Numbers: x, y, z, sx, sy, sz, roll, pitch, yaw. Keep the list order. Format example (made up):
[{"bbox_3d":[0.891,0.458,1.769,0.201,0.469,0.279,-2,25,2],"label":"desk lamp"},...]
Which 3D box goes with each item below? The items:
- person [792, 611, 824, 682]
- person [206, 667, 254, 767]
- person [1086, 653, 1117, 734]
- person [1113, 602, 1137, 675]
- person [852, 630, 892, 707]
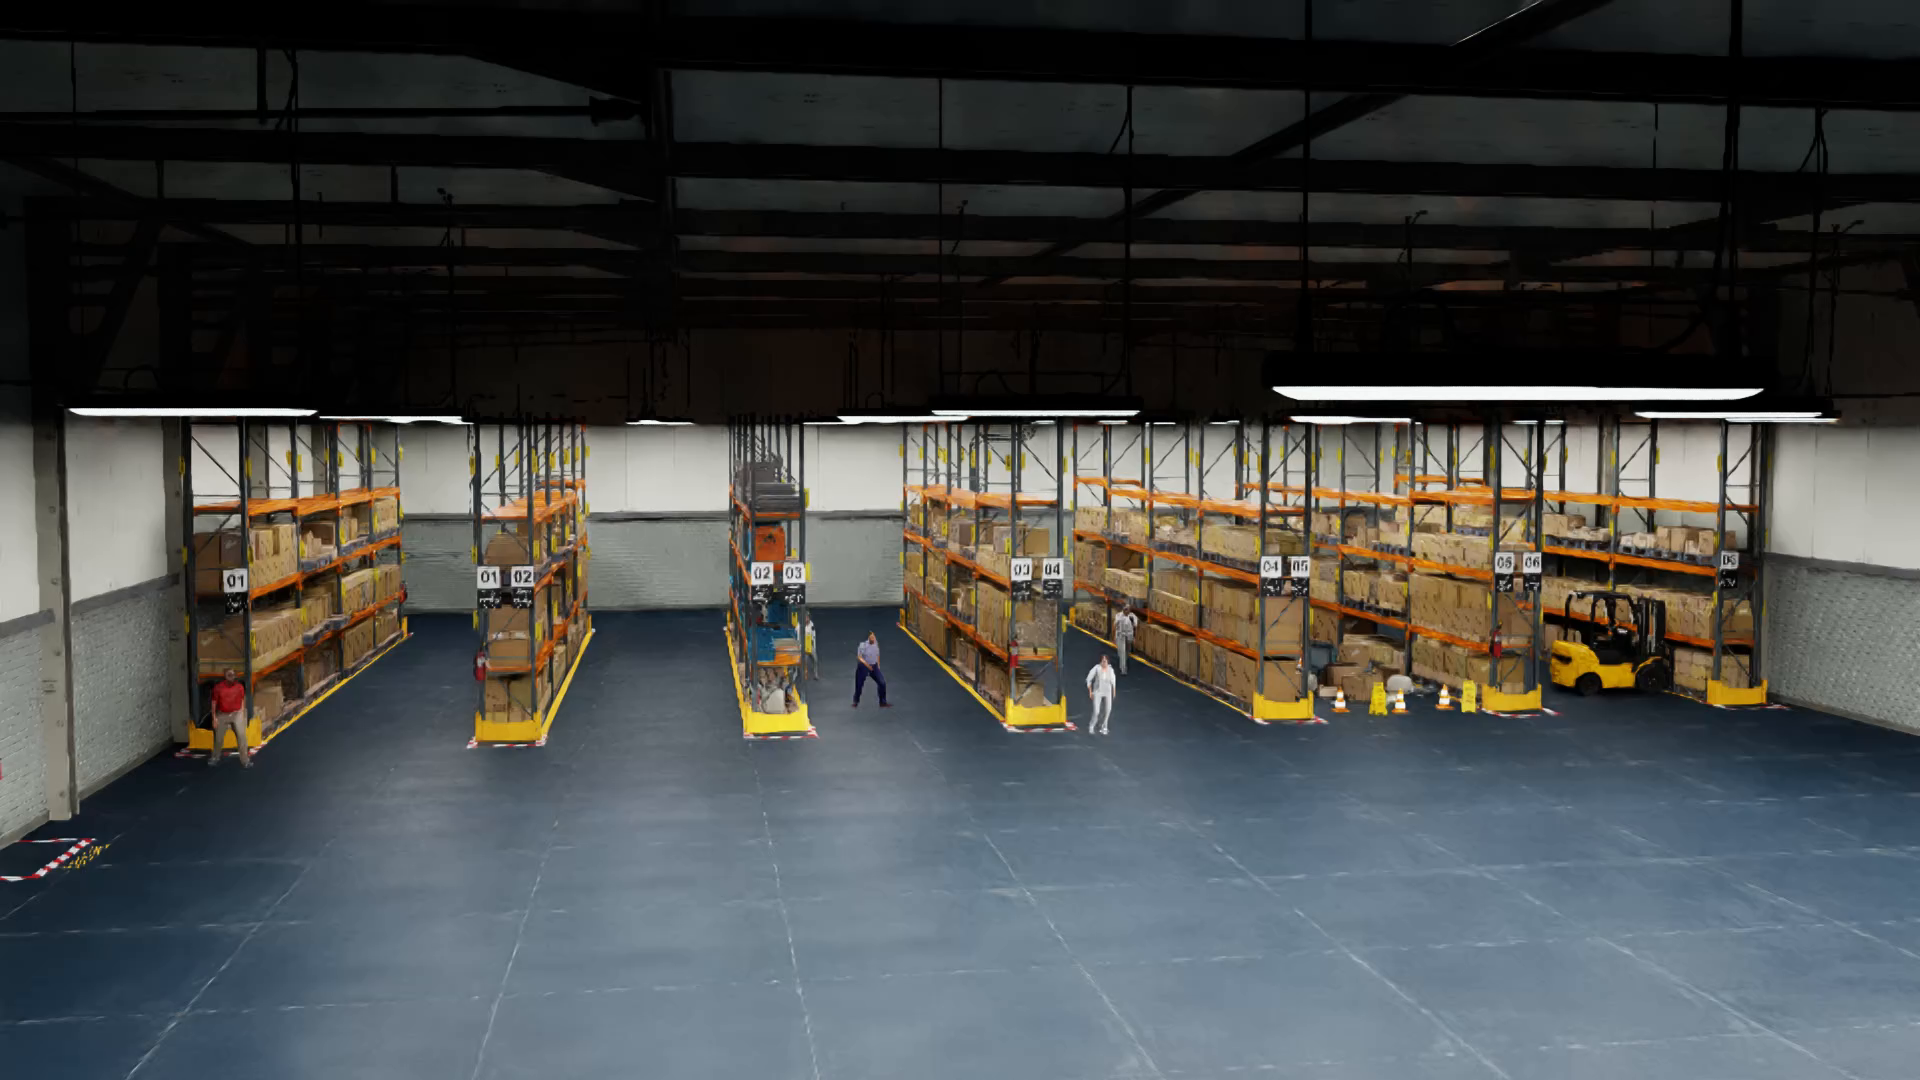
[{"bbox_3d":[-3.483,2.369,37.360,0.638,1.607,0.813,-2,4,-26],"label":"person"},{"bbox_3d":[-12.306,2.972,27.942,0.621,1.691,0.952,-3,5,-35],"label":"person"},{"bbox_3d":[2.624,2.856,30.929,0.566,1.540,0.516,-1,4,-12],"label":"person"},{"bbox_3d":[3.849,2.251,38.501,0.540,1.676,1.111,-1,4,-11],"label":"person"},{"bbox_3d":[-1.842,2.615,34.001,0.662,1.589,0.782,-2,4,-29],"label":"person"}]
